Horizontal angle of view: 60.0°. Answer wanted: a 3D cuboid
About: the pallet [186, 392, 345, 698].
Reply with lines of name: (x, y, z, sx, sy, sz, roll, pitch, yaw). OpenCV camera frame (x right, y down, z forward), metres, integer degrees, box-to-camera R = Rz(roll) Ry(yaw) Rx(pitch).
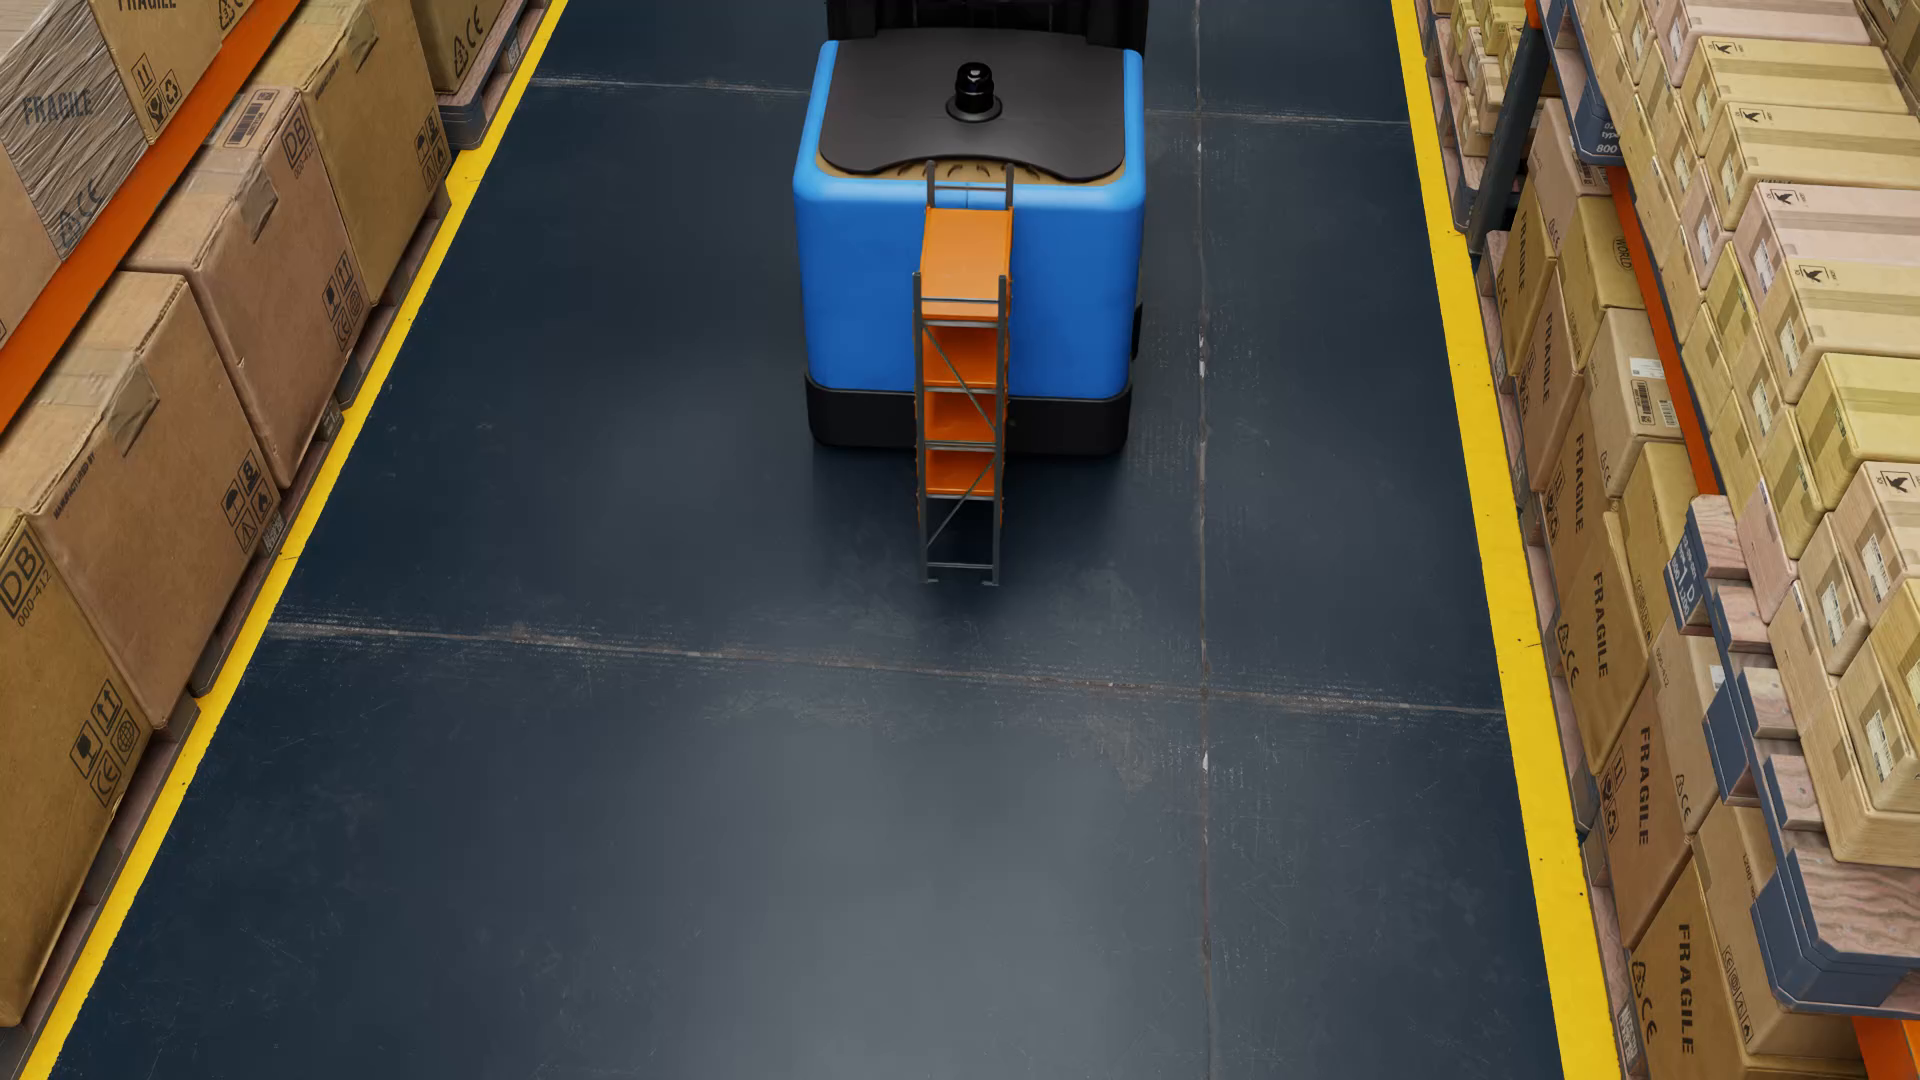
pallet: (-2.627, -0.083, 5.183, 1.003, 0.211, 1.213, 4, 48, 4)

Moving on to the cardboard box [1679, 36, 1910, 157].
cardboard box: (1.776, -0.938, 3.557, 0.380, 0.149, 0.250, 5, 48, 5)

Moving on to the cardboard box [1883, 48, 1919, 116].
cardboard box: (2.478, -1.076, 4.087, 0.380, 0.149, 0.250, 2, 48, 2)

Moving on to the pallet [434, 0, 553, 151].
pallet: (-2.376, -2.107, 7.034, 1.003, 0.211, 1.213, 4, 48, 4)

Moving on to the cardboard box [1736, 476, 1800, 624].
cardboard box: (1.677, 0.031, 3.075, 0.380, 0.149, 0.250, 5, 48, 4)

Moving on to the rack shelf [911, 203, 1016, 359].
rack shelf: (0.014, -0.716, 4.559, 0.258, 0.148, 0.480, 2, 48, 2)

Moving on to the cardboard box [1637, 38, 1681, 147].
cardboard box: (1.799, -1.021, 3.835, 0.380, 0.149, 0.250, 3, 48, 3)

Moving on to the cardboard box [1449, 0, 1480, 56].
cardboard box: (2.139, -2.018, 6.508, 0.380, 0.149, 0.250, 2, 48, 2)

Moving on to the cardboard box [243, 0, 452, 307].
cardboard box: (-2.561, -1.448, 5.697, 1.225, 0.875, 0.875, 4, 48, 4)

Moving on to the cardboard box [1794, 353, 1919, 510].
cardboard box: (1.680, -0.173, 2.858, 0.380, 0.149, 0.250, 5, 48, 5)

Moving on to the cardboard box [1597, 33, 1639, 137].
cardboard box: (1.821, -1.126, 4.133, 0.380, 0.149, 0.250, 2, 48, 2)

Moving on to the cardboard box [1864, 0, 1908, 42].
cardboard box: (2.499, -1.362, 4.147, 0.380, 0.149, 0.250, 2, 48, 2)

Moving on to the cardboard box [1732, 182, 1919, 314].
cardboard box: (1.728, -0.547, 3.200, 0.380, 0.149, 0.250, 4, 48, 4)

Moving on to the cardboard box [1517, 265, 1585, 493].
cardboard box: (2.029, -0.471, 5.058, 0.500, 0.500, 0.500, 6, 48, 5)

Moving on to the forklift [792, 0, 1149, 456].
forklift: (0.107, -2.347, 5.410, 1.130, 2.935, 3.031, 2, 48, 2)

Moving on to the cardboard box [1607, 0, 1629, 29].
cardboard box: (1.846, -1.414, 4.195, 0.380, 0.149, 0.250, 2, 48, 2)

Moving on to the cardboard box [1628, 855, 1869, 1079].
cardboard box: (1.842, 1.053, 3.664, 0.500, 0.500, 0.500, 4, 48, 3)

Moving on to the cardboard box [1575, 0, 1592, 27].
cardboard box: (1.867, -1.498, 4.473, 0.380, 0.149, 0.250, 4, 48, 4)

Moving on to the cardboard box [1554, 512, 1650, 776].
cardboard box: (1.925, 0.282, 4.369, 0.500, 0.500, 0.500, 2, 48, 2)

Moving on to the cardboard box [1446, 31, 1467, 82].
cardboard box: (2.171, -1.962, 6.659, 0.380, 0.149, 0.250, 2, 48, 2)

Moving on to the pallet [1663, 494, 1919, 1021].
pallet: (2.002, 0.386, 2.994, 1.213, 0.211, 1.003, 4, 48, 4)

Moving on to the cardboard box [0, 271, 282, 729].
cardboard box: (-2.715, -0.140, 4.501, 1.225, 0.875, 0.875, 4, 48, 4)

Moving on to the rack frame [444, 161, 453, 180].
rack frame: (-2.523, -2.495, 5.499, 1.000, 3.000, 0.127, 4, 48, 4)

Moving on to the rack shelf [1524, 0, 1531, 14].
rack shelf: (2.590, -3.314, 6.736, 1.077, 0.370, 4.000, 4, 48, 4)

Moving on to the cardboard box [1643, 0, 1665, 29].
cardboard box: (1.820, -1.321, 3.908, 0.380, 0.149, 0.250, 4, 48, 3)

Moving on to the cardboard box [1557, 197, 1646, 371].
cardboard box: (2.031, -0.722, 4.778, 0.500, 0.250, 0.500, 5, 48, 5)

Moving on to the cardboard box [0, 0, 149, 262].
cardboard box: (-2.437, -1.051, 4.111, 0.500, 0.500, 0.500, 4, 48, 4)

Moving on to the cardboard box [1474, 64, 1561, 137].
cardboard box: (2.119, -1.620, 6.145, 0.380, 0.149, 0.250, 5, 48, 4)

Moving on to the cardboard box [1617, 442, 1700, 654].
cardboard box: (1.941, 0.037, 4.085, 0.500, 0.250, 0.500, 5, 48, 4)

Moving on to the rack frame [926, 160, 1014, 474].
rack frame: (0.028, -0.631, 5.014, 0.240, 1.200, 0.015, 2, 48, 2)

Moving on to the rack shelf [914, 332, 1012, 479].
rack shelf: (0.014, -0.406, 4.899, 0.258, 0.148, 0.480, 2, 48, 2)

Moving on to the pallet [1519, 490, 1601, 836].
pallet: (2.229, 0.325, 4.810, 1.003, 0.211, 1.213, 4, 48, 4)

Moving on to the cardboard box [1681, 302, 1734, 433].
cardboard box: (1.727, -0.350, 3.423, 0.380, 0.149, 0.250, 2, 48, 2)

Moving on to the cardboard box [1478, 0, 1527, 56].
cardboard box: (2.164, -1.937, 6.233, 0.380, 0.149, 0.250, 4, 48, 4)

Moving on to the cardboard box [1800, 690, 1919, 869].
cardboard box: (1.630, 0.402, 2.735, 0.380, 0.149, 0.250, 5, 48, 4)

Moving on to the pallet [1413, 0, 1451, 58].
pallet: (2.542, -2.541, 7.431, 1.003, 0.211, 1.213, 4, 48, 4)

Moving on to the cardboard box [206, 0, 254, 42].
cardboard box: (-2.345, -1.803, 4.799, 0.500, 0.500, 0.500, 5, 48, 5)

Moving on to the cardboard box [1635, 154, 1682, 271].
cardboard box: (1.774, -0.741, 3.780, 0.380, 0.149, 0.250, 2, 48, 2)

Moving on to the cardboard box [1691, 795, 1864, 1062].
cardboard box: (1.844, 0.781, 3.404, 0.500, 0.250, 0.500, 3, 48, 3)

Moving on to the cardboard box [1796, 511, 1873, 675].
cardboard box: (1.657, 0.105, 2.805, 0.380, 0.149, 0.250, 5, 48, 5)

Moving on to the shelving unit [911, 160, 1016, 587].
shelving unit: (0.014, -0.451, 4.849, 0.258, 1.200, 0.503, 2, 48, 2)

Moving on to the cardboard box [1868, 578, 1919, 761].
cardboard box: (1.631, 0.204, 2.514, 0.380, 0.149, 0.250, 2, 48, 2)

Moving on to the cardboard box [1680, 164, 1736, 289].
cardboard box: (1.750, -0.647, 3.493, 0.380, 0.149, 0.250, 5, 48, 5)

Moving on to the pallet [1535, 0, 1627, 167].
pallet: (2.193, -1.470, 4.692, 1.003, 0.211, 1.213, 4, 48, 4)

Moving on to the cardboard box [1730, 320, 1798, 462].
cardboard box: (1.702, -0.272, 3.150, 0.380, 0.149, 0.250, 4, 48, 4)
